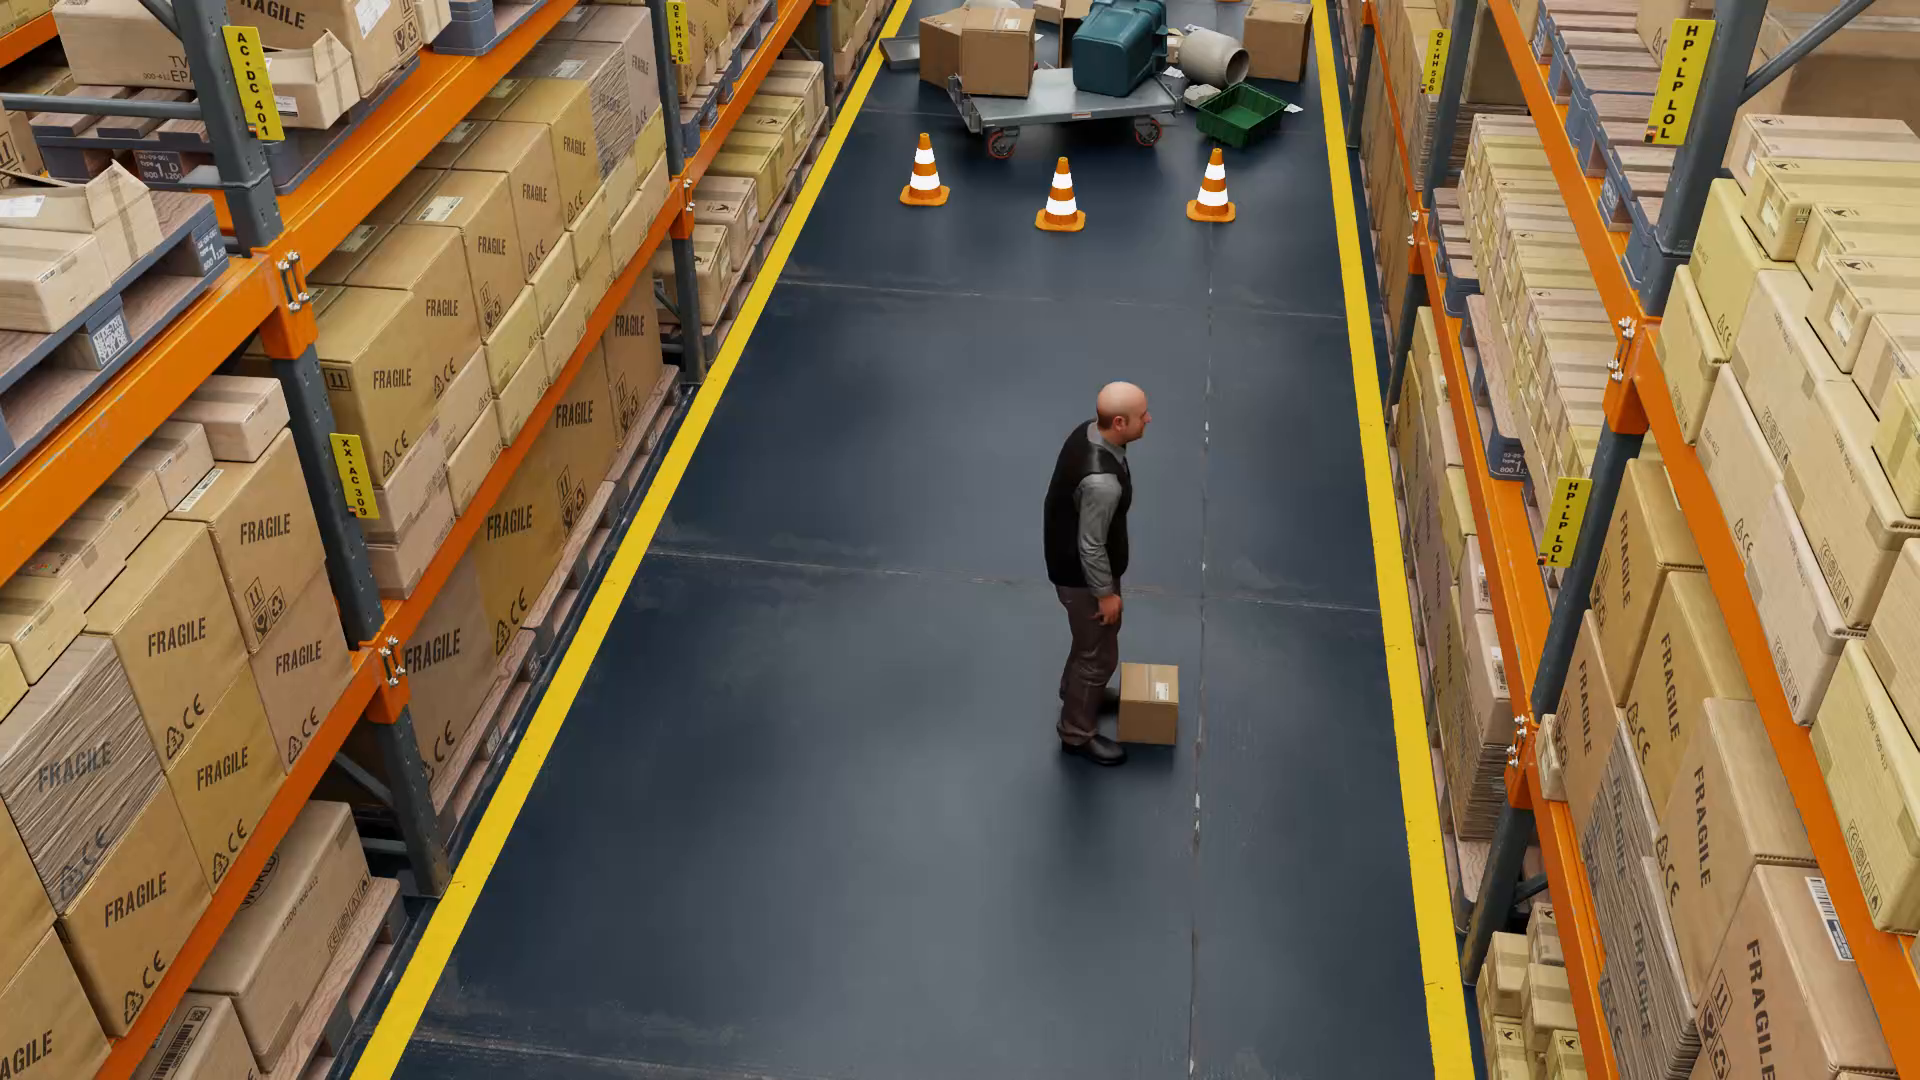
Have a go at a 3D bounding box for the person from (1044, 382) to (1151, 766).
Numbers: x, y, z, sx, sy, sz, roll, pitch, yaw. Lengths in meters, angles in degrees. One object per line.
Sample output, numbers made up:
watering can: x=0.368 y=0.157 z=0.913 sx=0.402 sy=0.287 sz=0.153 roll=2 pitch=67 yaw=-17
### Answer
person: x=0.550 y=0.105 z=6.916 sx=0.417 sy=1.722 sz=0.592 roll=3 pitch=36 yaw=4
